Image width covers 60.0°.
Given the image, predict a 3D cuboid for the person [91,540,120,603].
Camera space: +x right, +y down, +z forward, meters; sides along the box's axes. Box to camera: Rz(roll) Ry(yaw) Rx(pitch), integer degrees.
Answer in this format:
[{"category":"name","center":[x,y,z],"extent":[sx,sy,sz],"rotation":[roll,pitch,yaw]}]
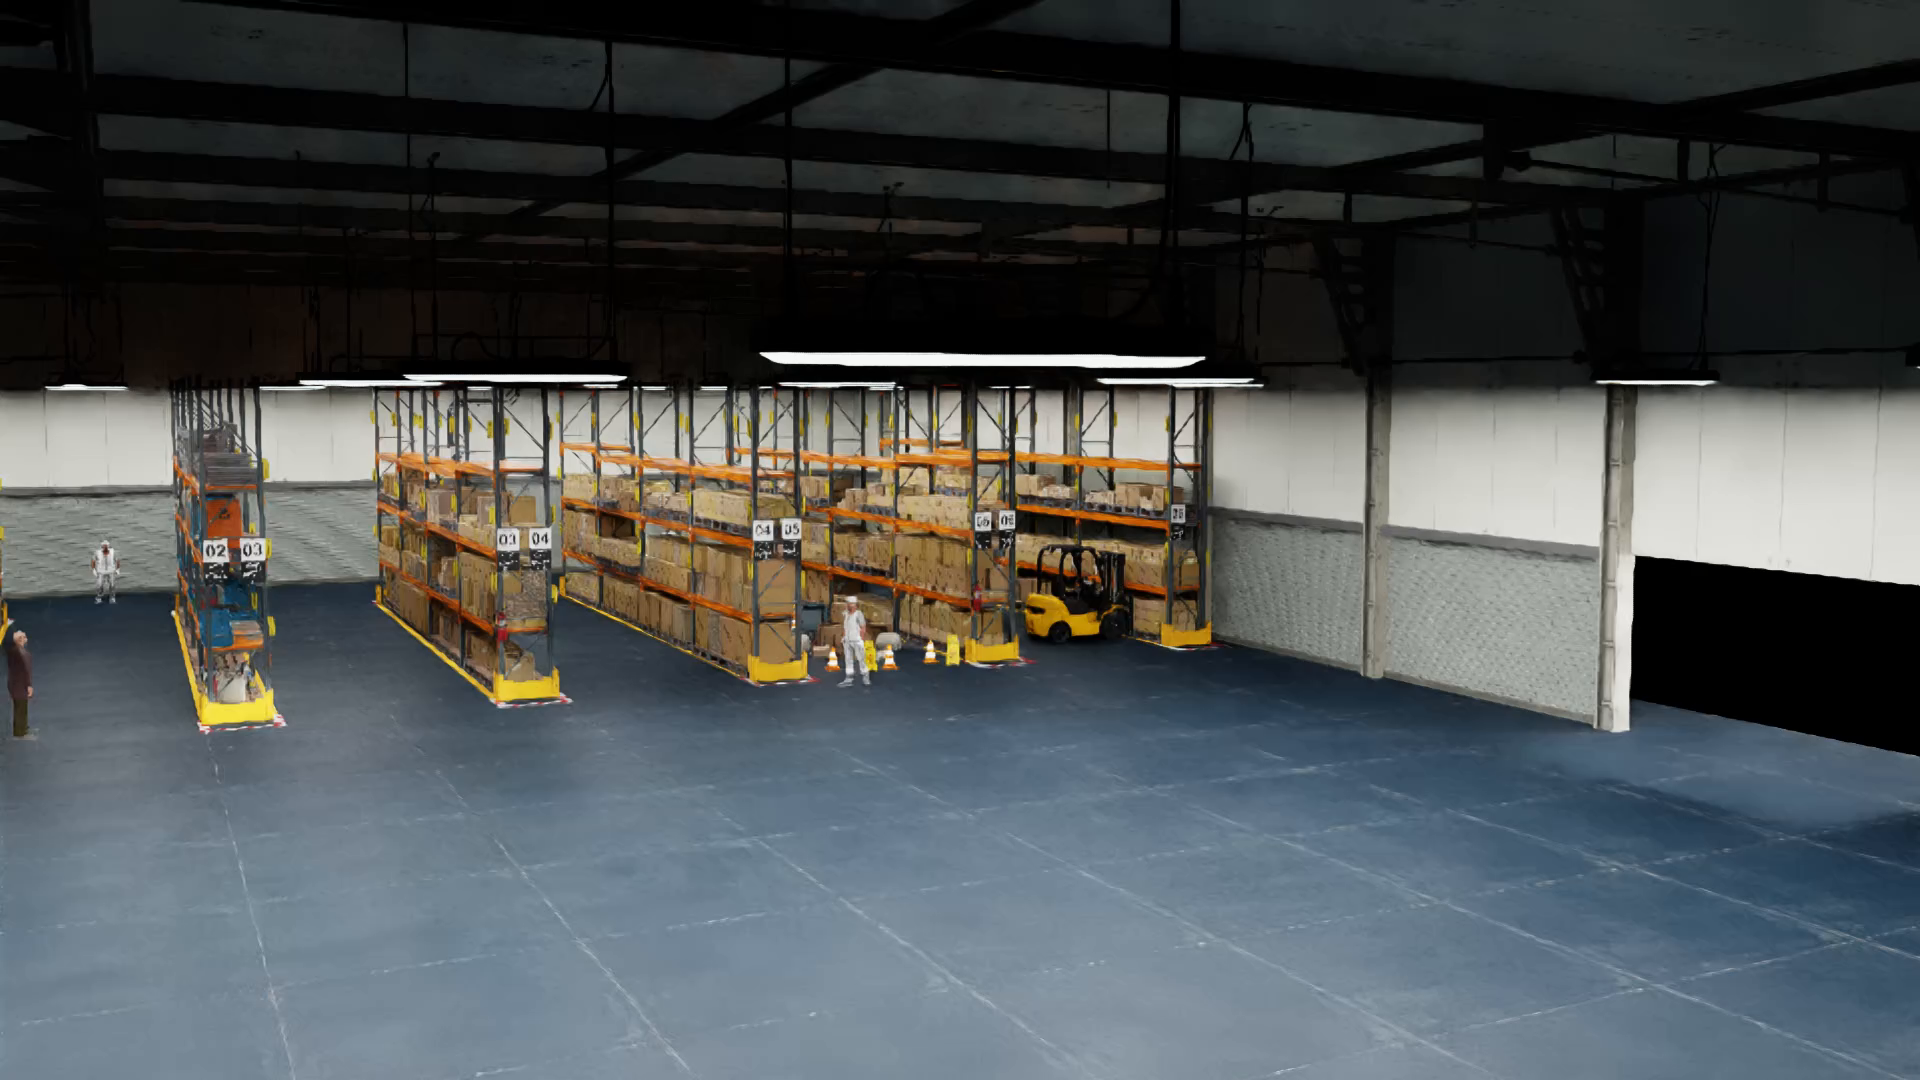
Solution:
[{"category":"person","center":[-23.146,0.859,45.070],"extent":[0.702,1.735,0.549],"rotation":[-3,6,-28]}]

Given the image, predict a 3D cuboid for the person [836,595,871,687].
[{"category":"person","center":[-2.060,1.963,32.344],"extent":[0.656,1.791,0.555],"rotation":[5,7,42]}]

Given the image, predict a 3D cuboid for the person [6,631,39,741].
[{"category":"person","center":[-15.414,2.381,27.394],"extent":[0.643,1.787,0.522],"rotation":[4,6,38]}]

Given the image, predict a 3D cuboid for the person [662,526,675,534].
[{"category":"person","center":[-9.026,0.301,51.745],"extent":[0.573,1.708,0.508],"rotation":[2,6,26]}]
